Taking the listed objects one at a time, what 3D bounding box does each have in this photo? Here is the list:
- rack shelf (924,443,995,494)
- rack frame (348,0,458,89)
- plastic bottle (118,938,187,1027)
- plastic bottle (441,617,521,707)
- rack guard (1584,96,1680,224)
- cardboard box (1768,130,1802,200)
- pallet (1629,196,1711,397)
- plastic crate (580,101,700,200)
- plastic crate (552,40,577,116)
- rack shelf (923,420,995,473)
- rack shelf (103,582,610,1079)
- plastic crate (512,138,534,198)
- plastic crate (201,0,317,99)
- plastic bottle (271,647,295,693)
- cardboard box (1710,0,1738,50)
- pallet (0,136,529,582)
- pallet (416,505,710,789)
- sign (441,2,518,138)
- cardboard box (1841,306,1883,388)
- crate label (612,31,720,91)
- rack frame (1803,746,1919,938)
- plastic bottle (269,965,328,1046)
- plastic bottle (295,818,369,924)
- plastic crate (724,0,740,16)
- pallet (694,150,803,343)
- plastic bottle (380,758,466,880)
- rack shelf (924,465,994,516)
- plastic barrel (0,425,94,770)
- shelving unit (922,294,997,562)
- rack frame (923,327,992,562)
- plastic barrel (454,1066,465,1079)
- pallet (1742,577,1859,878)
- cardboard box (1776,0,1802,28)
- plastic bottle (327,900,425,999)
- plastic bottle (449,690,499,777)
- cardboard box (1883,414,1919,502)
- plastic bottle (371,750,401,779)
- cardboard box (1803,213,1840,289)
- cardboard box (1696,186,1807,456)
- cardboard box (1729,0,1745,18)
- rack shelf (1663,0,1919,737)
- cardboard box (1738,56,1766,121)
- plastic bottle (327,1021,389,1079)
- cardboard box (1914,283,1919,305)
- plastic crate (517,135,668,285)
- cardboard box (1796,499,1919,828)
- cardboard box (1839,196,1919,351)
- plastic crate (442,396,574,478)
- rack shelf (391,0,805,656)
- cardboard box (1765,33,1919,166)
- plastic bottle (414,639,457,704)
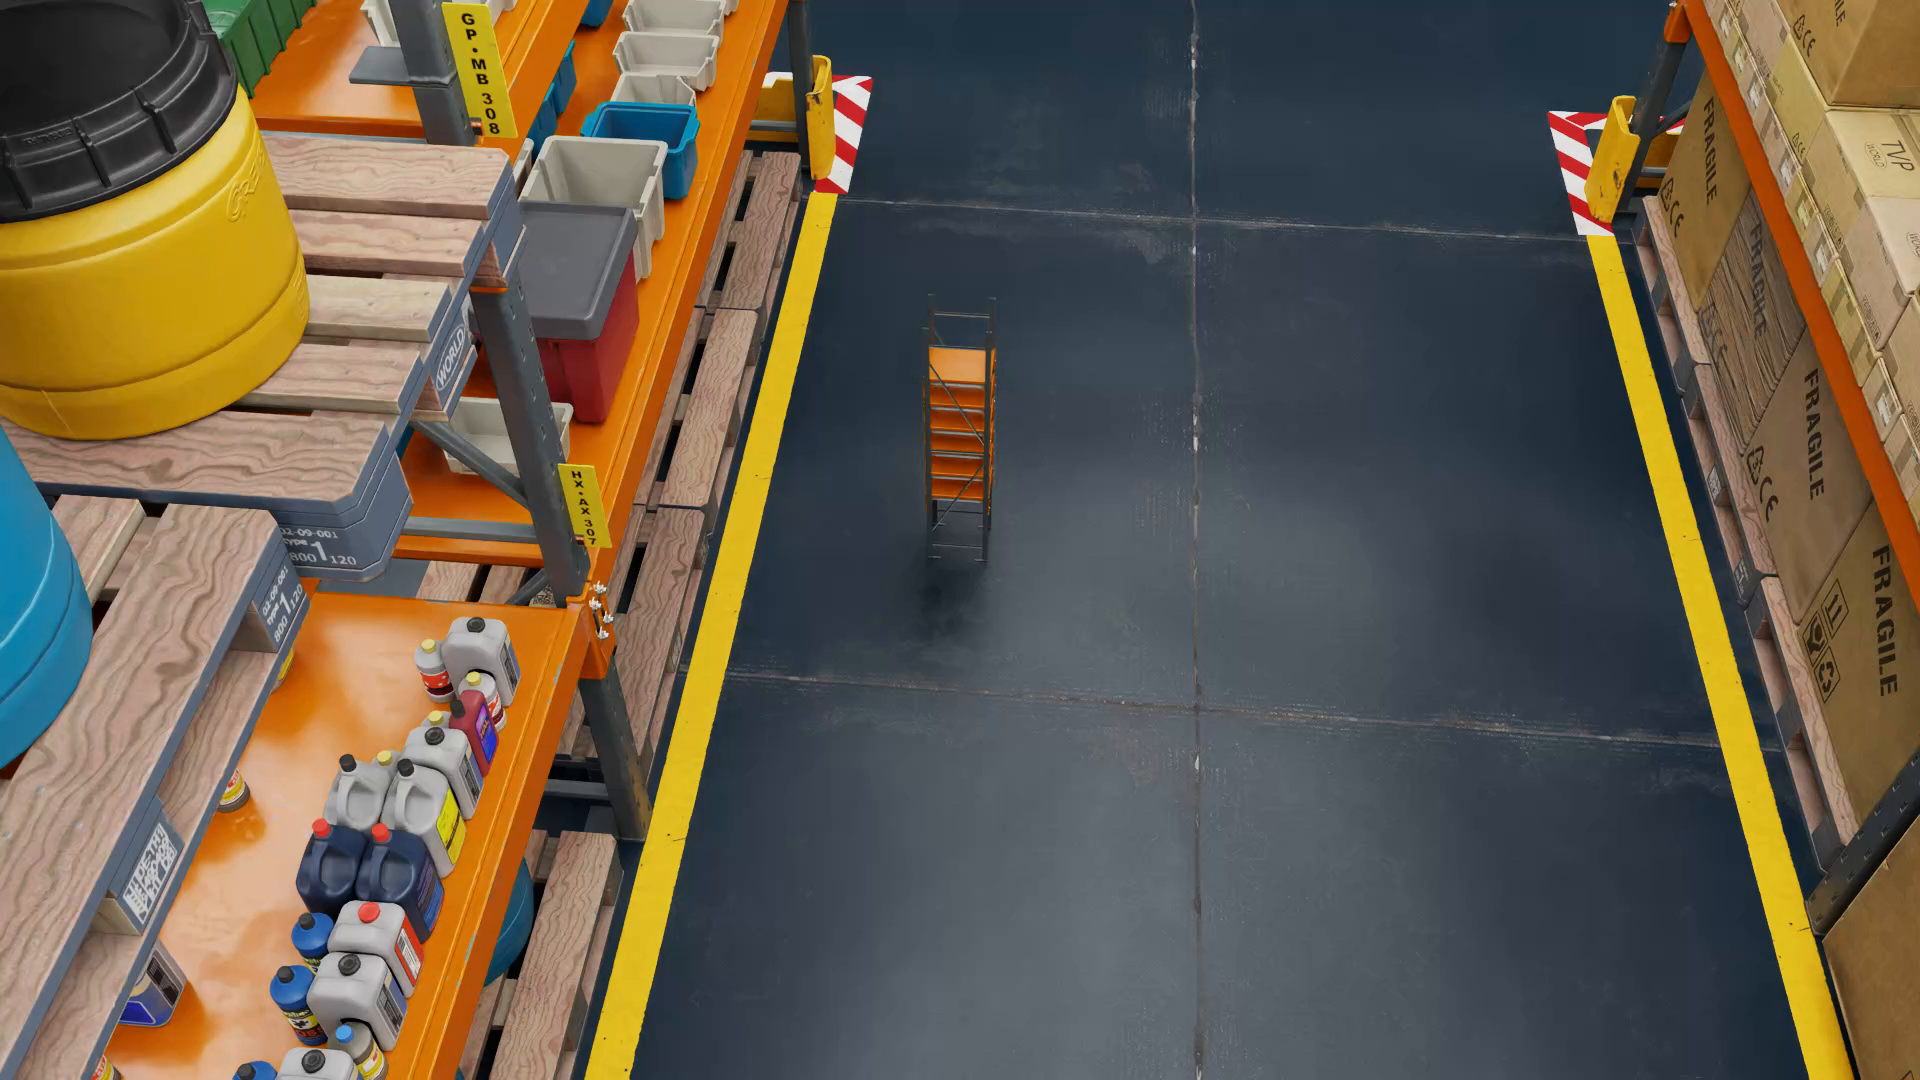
[{"bbox_3d":[-0.001,-0.283,6.419,0.258,0.103,0.180,4,48,4],"label":"rack shelf"},{"bbox_3d":[-1.587,-2.062,2.537,1.000,3.000,0.127,4,48,4],"label":"rack frame"},{"bbox_3d":[-1.941,1.010,3.877,0.152,0.276,0.135,4,48,4],"label":"plastic bottle"},{"bbox_3d":[-1.301,0.316,4.512,0.152,0.276,0.135,4,48,4],"label":"plastic bottle"},{"bbox_3d":[3.712,-1.817,8.073,1.175,0.500,0.348,4,48,4],"label":"rack guard"},{"bbox_3d":[3.234,-1.375,6.145,0.380,0.149,0.250,3,48,3],"label":"cardboard box"},{"bbox_3d":[3.715,-1.109,7.621,1.003,0.211,1.213,4,48,4],"label":"pallet"},{"bbox_3d":[-1.154,-1.414,6.083,0.416,0.233,0.300,4,48,4],"label":"plastic crate"},{"bbox_3d":[-1.693,-1.813,6.448,0.416,0.233,0.300,4,48,4],"label":"plastic crate"},{"bbox_3d":[-0.001,-0.364,6.330,0.258,0.103,0.180,4,48,4],"label":"rack shelf"},{"bbox_3d":[-1.769,1.676,3.672,1.077,0.370,4.000,4,48,4],"label":"rack shelf"},{"bbox_3d":[-1.727,-1.268,6.015,0.293,0.136,0.466,4,48,4],"label":"plastic crate"},{"bbox_3d":[-1.849,-1.309,4.026,0.450,0.188,0.662,4,48,4],"label":"plastic crate"},{"bbox_3d":[-1.945,0.246,4.525,0.144,0.351,0.185,4,48,4],"label":"plastic bottle"},{"bbox_3d":[3.327,-2.131,6.837,0.380,0.149,0.250,3,48,3],"label":"cardboard box"},{"bbox_3d":[-1.561,-0.403,3.181,1.213,0.211,1.003,4,48,4],"label":"pallet"},{"bbox_3d":[-1.558,0.361,6.276,1.003,0.211,1.213,4,48,4],"label":"pallet"},{"bbox_3d":[-1.039,-1.014,3.606,0.100,0.325,0.005,4,48,4],"label":"sign"},{"bbox_3d":[3.140,-0.621,5.456,0.380,0.149,0.250,5,48,4],"label":"cardboard box"},{"bbox_3d":[-1.158,-1.878,6.573,0.396,0.136,0.243,4,48,4],"label":"crate label"},{"bbox_3d":[3.346,0.296,4.446,1.000,3.000,0.127,4,48,4],"label":"rack frame"},{"bbox_3d":[-1.518,1.061,3.834,0.097,0.271,0.097,0,48,0],"label":"plastic bottle"},{"bbox_3d":[-1.505,0.803,4.016,0.144,0.351,0.185,4,48,4],"label":"plastic bottle"},{"bbox_3d":[-1.116,-2.296,6.955,0.396,0.136,0.243,4,48,4],"label":"plastic crate"},{"bbox_3d":[-1.336,-1.432,7.916,1.003,0.211,1.213,4,48,4],"label":"pallet"},{"bbox_3d":[-1.345,0.677,4.131,0.144,0.351,0.185,4,48,4],"label":"plastic bottle"},{"bbox_3d":[-0.001,-0.202,6.507,0.258,0.103,0.180,4,48,4],"label":"rack shelf"},{"bbox_3d":[-1.590,-0.096,2.148,0.600,0.901,0.708,4,48,4],"label":"plastic barrel"},{"bbox_3d":[-0.001,-0.394,6.298,0.258,1.200,0.189,4,48,4],"label":"shelving unit"},{"bbox_3d":[-0.010,-0.327,6.236,0.240,1.200,0.006,4,48,4],"label":"rack frame"},{"bbox_3d":[-1.718,1.449,4.530,0.600,0.901,0.708,4,48,4],"label":"plastic barrel"},{"bbox_3d":[3.493,0.684,5.981,1.003,0.211,1.213,4,48,4],"label":"pallet"},{"bbox_3d":[3.352,-2.244,6.161,0.500,0.500,0.500,3,48,3],"label":"cardboard box"},{"bbox_3d":[-1.380,0.955,3.927,0.152,0.276,0.135,4,48,4],"label":"plastic bottle"},{"bbox_3d":[-1.276,0.487,4.351,0.061,0.283,0.133,4,48,4],"label":"plastic bottle"},{"bbox_3d":[3.094,-0.243,5.110,0.380,0.149,0.250,3,48,3],"label":"cardboard box"},{"bbox_3d":[-1.460,0.615,4.289,0.097,0.201,0.097,0,48,0],"label":"plastic bottle"},{"bbox_3d":[3.188,-0.996,5.799,0.380,0.149,0.250,5,48,4],"label":"cardboard box"},{"bbox_3d":[3.648,-0.923,6.717,0.875,0.875,0.875,4,48,4],"label":"cardboard box"},{"bbox_3d":[3.397,-2.358,6.774,0.500,0.250,0.500,3,48,2],"label":"cardboard box"},{"bbox_3d":[3.528,-0.931,6.056,1.077,0.370,4.000,4,48,4],"label":"rack shelf"},{"bbox_3d":[3.282,-1.751,6.489,0.380,0.149,0.250,3,48,3],"label":"cardboard box"},{"bbox_3d":[-1.376,1.167,3.785,0.097,0.201,0.097,0,48,0],"label":"plastic bottle"},{"bbox_3d":[3.171,-0.730,4.777,0.500,0.500,0.500,4,48,4],"label":"cardboard box"},{"bbox_3d":[-1.264,-1.127,5.787,0.437,0.282,0.530,4,48,4],"label":"plastic crate"},{"bbox_3d":[3.485,0.392,5.514,0.875,0.875,0.875,4,48,4],"label":"cardboard box"},{"bbox_3d":[3.215,-0.851,5.396,0.500,0.250,0.500,5,48,4],"label":"cardboard box"},{"bbox_3d":[-1.402,-0.300,5.130,0.396,0.136,0.243,4,48,4],"label":"plastic crate"},{"bbox_3d":[-1.405,-1.264,6.361,1.077,0.370,4.000,4,48,4],"label":"rack shelf"},{"bbox_3d":[3.307,-1.607,6.087,0.500,0.250,0.500,2,48,2],"label":"cardboard box"},{"bbox_3d":[-1.427,0.347,4.535,0.097,0.201,0.097,0,48,0],"label":"plastic bottle"}]
